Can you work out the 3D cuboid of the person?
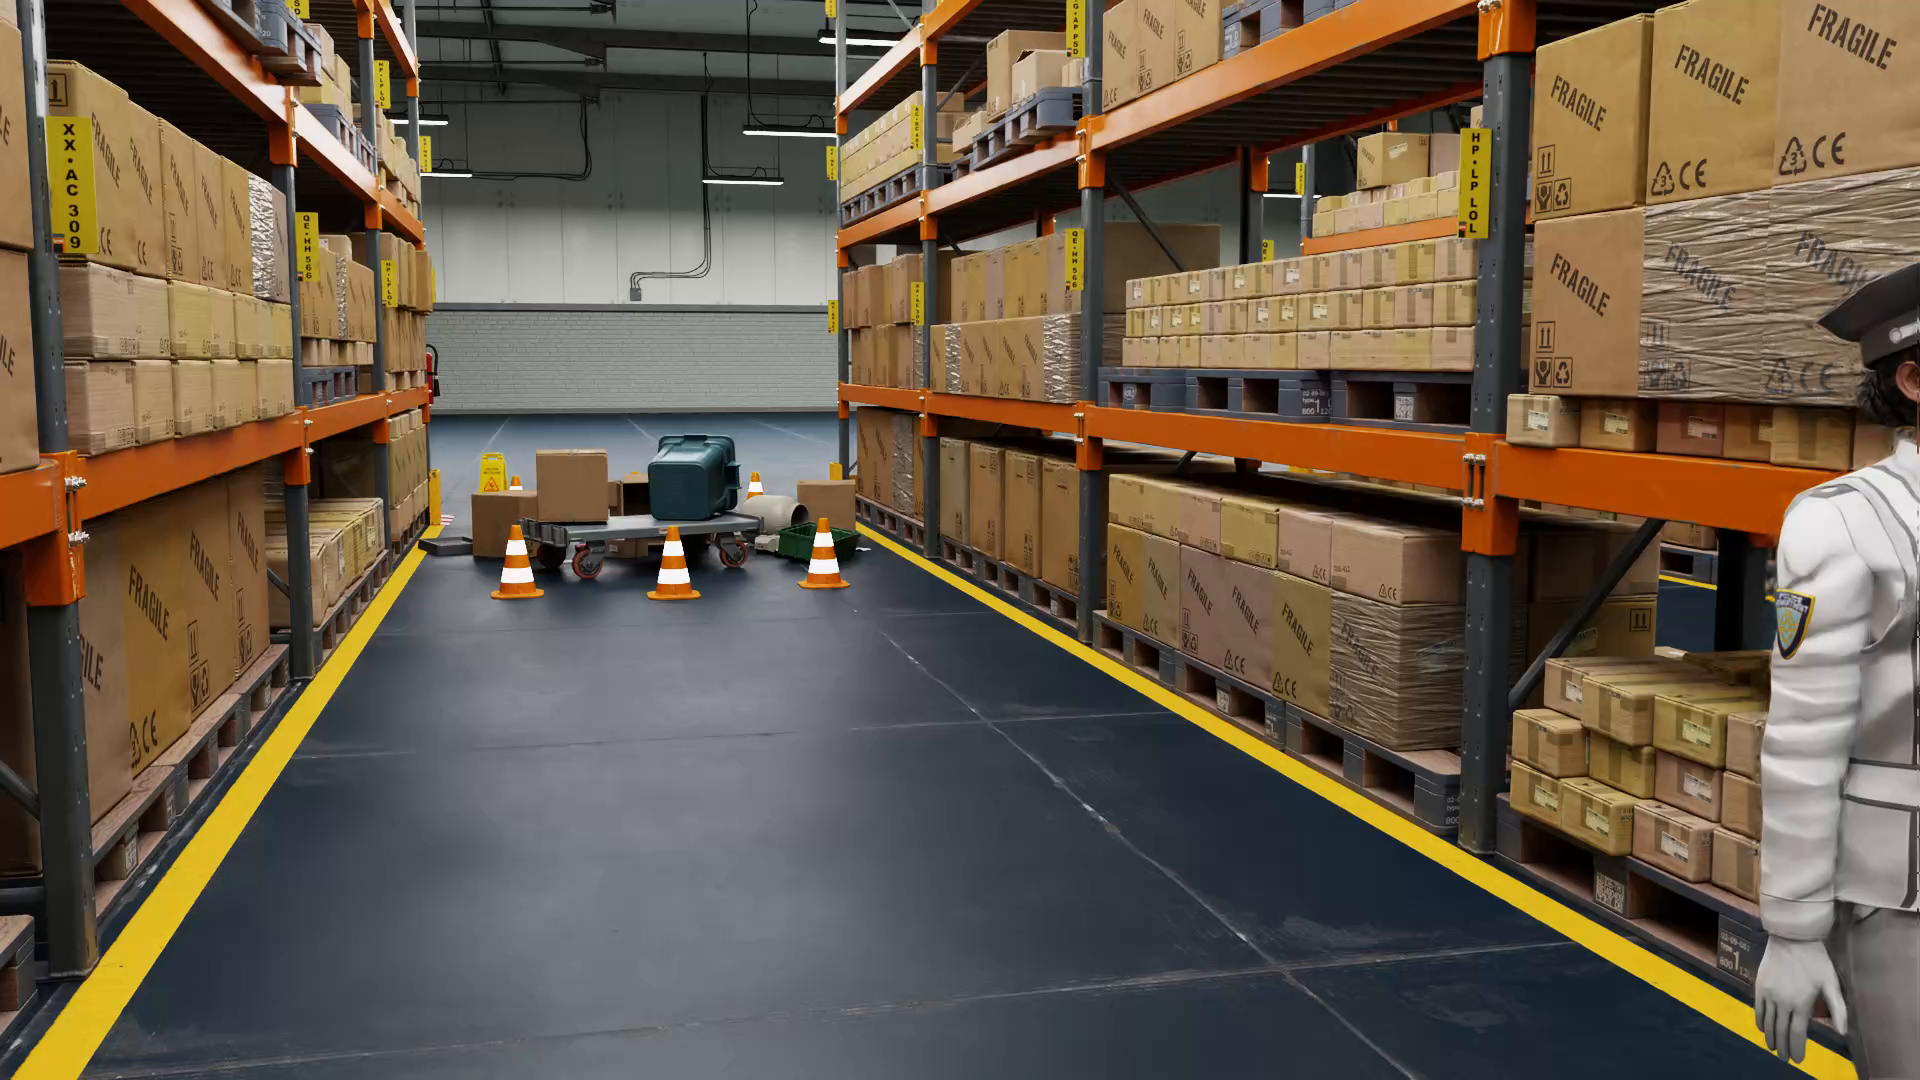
[{"bbox_3d":[-1.326,-1.074,5.528,5.195,2.345,22.097,-1,6,-11],"label":"person"}]
